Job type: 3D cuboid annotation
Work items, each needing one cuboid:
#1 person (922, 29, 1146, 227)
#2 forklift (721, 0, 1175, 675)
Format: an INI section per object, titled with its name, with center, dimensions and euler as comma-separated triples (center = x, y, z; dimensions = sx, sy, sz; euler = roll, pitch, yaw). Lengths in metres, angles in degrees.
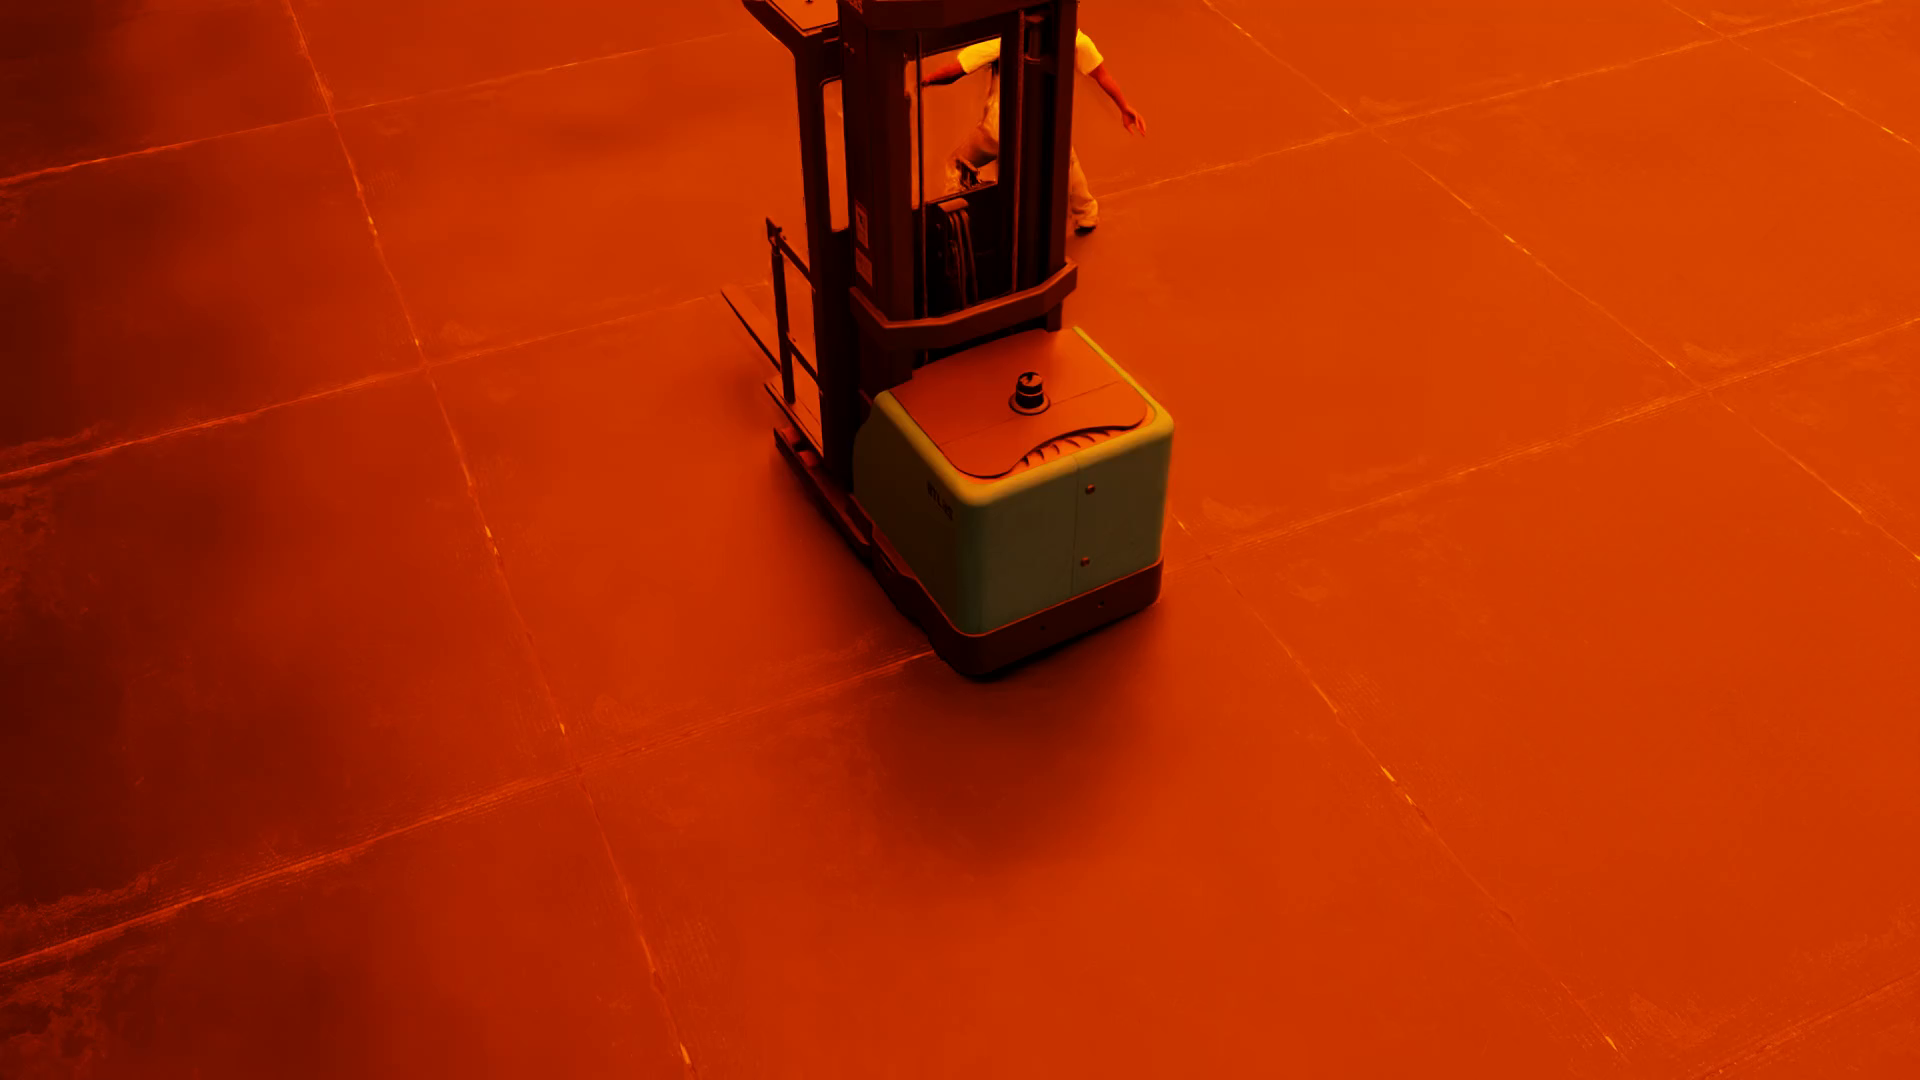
[person]
center = 0.393, -2.300, 9.190
dimensions = 1.194, 1.707, 0.556
euler = -6, 43, -6
[forklift]
center = -0.259, -1.490, 7.277
dimensions = 1.130, 2.935, 3.031
euler = -21, 47, -21
